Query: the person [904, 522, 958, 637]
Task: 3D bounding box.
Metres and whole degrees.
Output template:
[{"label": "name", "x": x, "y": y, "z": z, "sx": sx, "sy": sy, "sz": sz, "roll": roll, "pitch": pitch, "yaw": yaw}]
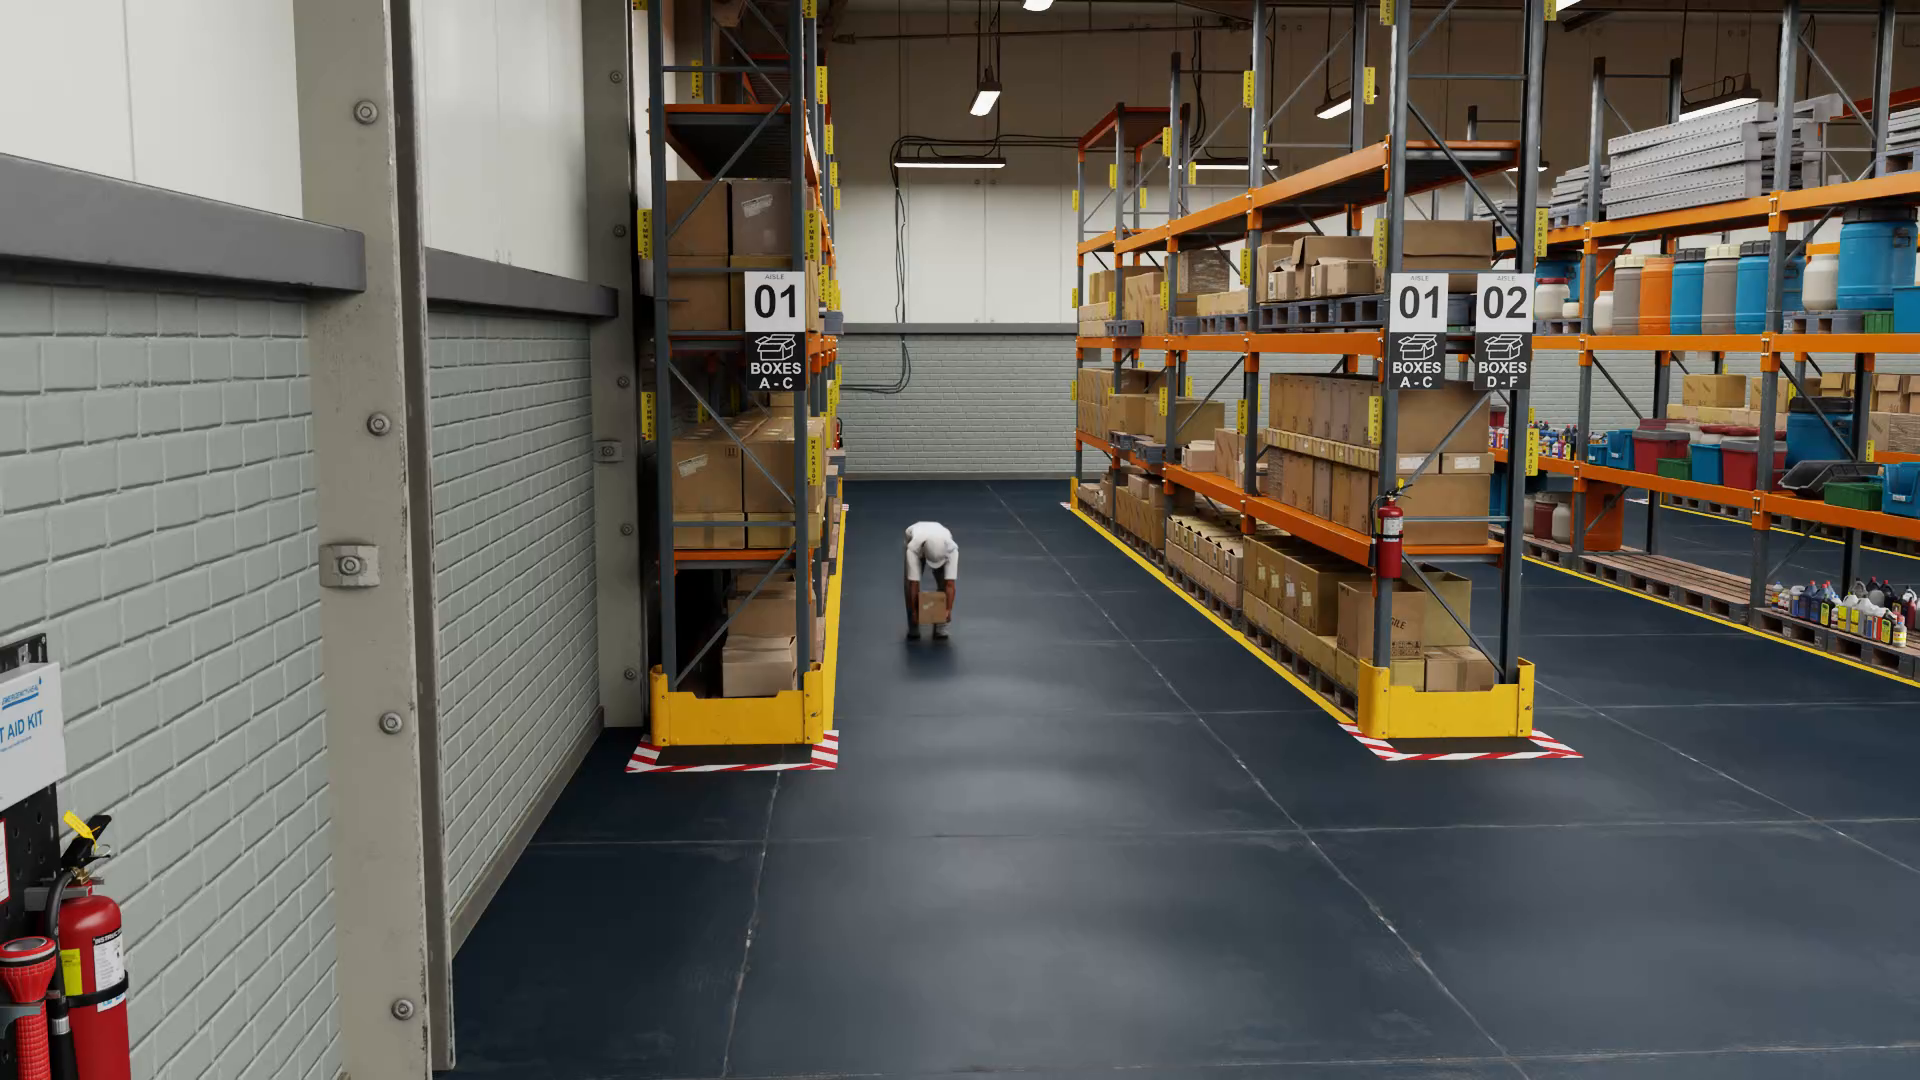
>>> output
[{"label": "person", "x": -0.265, "y": 0.387, "z": 15.337, "sx": 0.489, "sy": 1.065, "sz": 0.982, "roll": -1, "pitch": 7, "yaw": -6}]
